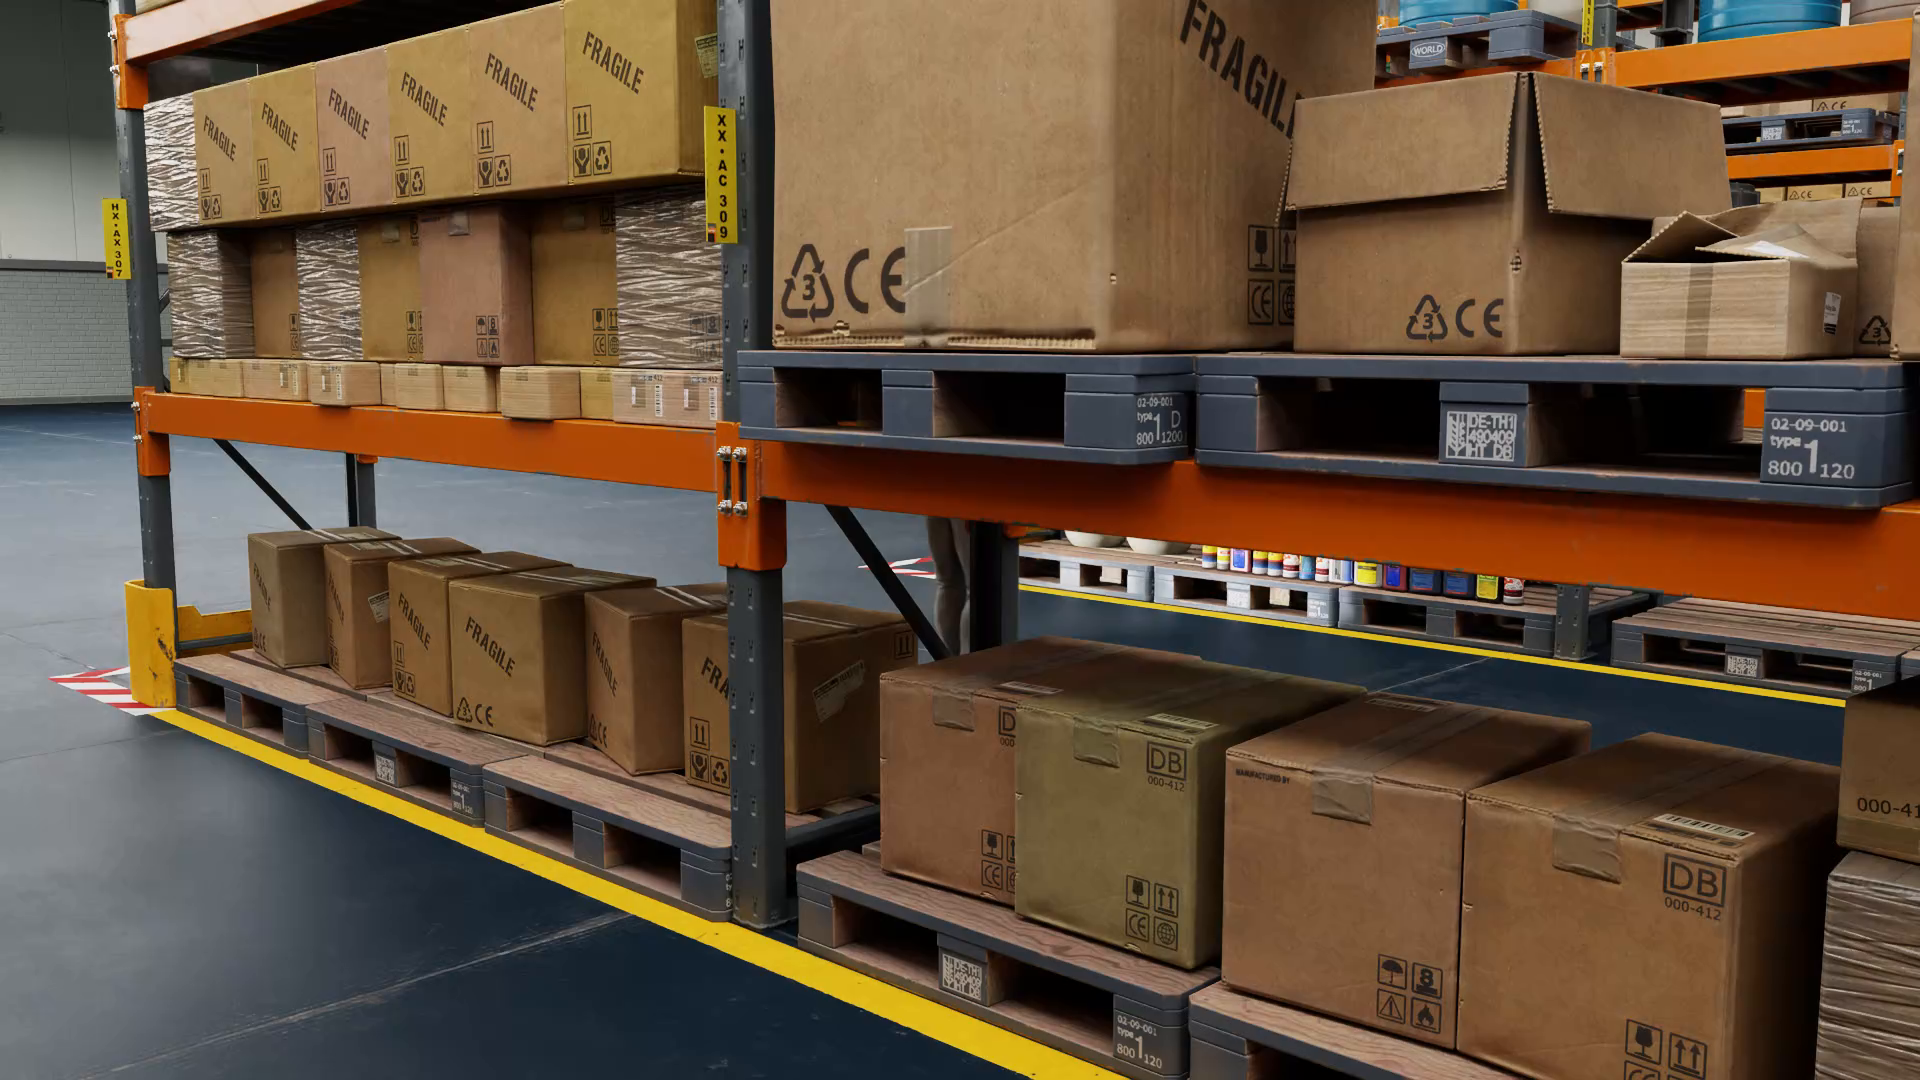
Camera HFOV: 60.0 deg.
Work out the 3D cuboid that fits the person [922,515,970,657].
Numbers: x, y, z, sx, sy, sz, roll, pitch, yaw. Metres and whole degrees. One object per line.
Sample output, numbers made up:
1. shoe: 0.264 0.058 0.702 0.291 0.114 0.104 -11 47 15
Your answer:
1. person: 0.047 -0.145 6.937 0.454 1.671 0.533 7 10 43
